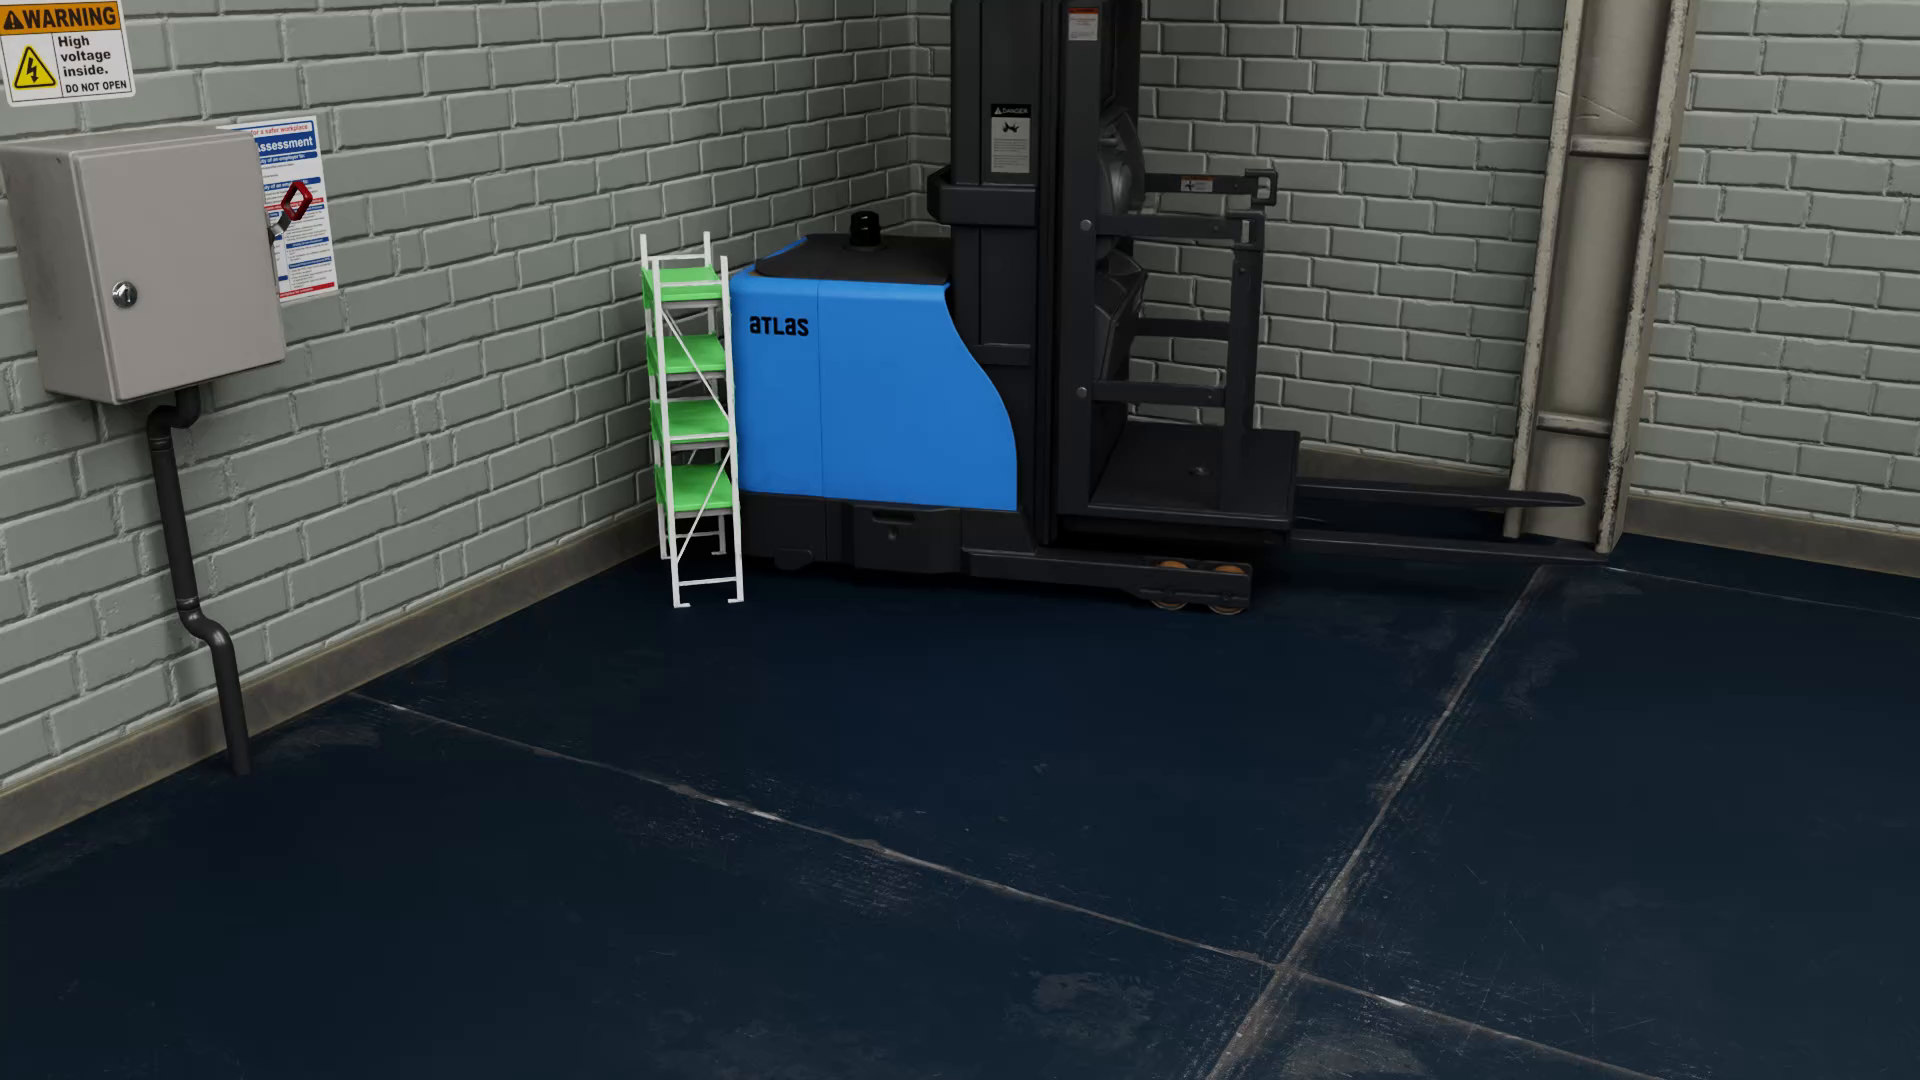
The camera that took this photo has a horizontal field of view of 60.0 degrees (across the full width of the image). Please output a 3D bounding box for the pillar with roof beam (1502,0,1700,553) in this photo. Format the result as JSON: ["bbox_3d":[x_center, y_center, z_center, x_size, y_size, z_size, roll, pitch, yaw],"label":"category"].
[{"bbox_3d":[0.237,-2.976,1.374,0.400,9.000,9.100,11,23,27],"label":"pillar with roof beam"}]

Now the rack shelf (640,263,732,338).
[{"bbox_3d":[-0.932,-0.815,5.633,0.258,0.148,0.480,-5,21,-14],"label":"rack shelf"}]

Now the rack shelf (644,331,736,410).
[{"bbox_3d":[-0.932,-0.590,5.714,0.258,0.148,0.480,-5,21,-14],"label":"rack shelf"}]

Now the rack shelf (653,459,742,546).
[{"bbox_3d":[-0.932,-0.138,5.878,0.258,0.148,0.480,-5,21,-14],"label":"rack shelf"}]

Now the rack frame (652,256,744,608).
[{"bbox_3d":[-0.870,-0.344,5.553,0.240,1.200,0.015,-5,21,-14],"label":"rack frame"}]

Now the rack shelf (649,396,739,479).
[{"bbox_3d":[-0.932,-0.364,5.796,0.258,0.148,0.480,-5,21,-14],"label":"rack shelf"}]

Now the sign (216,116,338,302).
[{"bbox_3d":[-1.889,-0.911,4.618,0.001,0.494,0.329,11,23,27],"label":"sign"}]

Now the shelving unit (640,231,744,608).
[{"bbox_3d":[-0.932,-0.424,5.775,0.258,1.200,0.503,-5,21,-14],"label":"shelving unit"}]

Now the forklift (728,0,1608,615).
[{"bbox_3d":[0.746,-1.321,5.708,3.031,2.935,1.130,4,20,12],"label":"forklift"}]

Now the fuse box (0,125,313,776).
[{"bbox_3d":[-1.949,-0.169,4.321,0.414,1.711,0.539,11,23,27],"label":"fuse box"}]

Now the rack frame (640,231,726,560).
[{"bbox_3d":[-0.994,-0.505,5.996,0.240,1.200,0.015,-5,21,-14],"label":"rack frame"}]

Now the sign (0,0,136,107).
[{"bbox_3d":[-2.157,-1.181,4.010,0.001,0.242,0.339,11,23,27],"label":"sign"}]
